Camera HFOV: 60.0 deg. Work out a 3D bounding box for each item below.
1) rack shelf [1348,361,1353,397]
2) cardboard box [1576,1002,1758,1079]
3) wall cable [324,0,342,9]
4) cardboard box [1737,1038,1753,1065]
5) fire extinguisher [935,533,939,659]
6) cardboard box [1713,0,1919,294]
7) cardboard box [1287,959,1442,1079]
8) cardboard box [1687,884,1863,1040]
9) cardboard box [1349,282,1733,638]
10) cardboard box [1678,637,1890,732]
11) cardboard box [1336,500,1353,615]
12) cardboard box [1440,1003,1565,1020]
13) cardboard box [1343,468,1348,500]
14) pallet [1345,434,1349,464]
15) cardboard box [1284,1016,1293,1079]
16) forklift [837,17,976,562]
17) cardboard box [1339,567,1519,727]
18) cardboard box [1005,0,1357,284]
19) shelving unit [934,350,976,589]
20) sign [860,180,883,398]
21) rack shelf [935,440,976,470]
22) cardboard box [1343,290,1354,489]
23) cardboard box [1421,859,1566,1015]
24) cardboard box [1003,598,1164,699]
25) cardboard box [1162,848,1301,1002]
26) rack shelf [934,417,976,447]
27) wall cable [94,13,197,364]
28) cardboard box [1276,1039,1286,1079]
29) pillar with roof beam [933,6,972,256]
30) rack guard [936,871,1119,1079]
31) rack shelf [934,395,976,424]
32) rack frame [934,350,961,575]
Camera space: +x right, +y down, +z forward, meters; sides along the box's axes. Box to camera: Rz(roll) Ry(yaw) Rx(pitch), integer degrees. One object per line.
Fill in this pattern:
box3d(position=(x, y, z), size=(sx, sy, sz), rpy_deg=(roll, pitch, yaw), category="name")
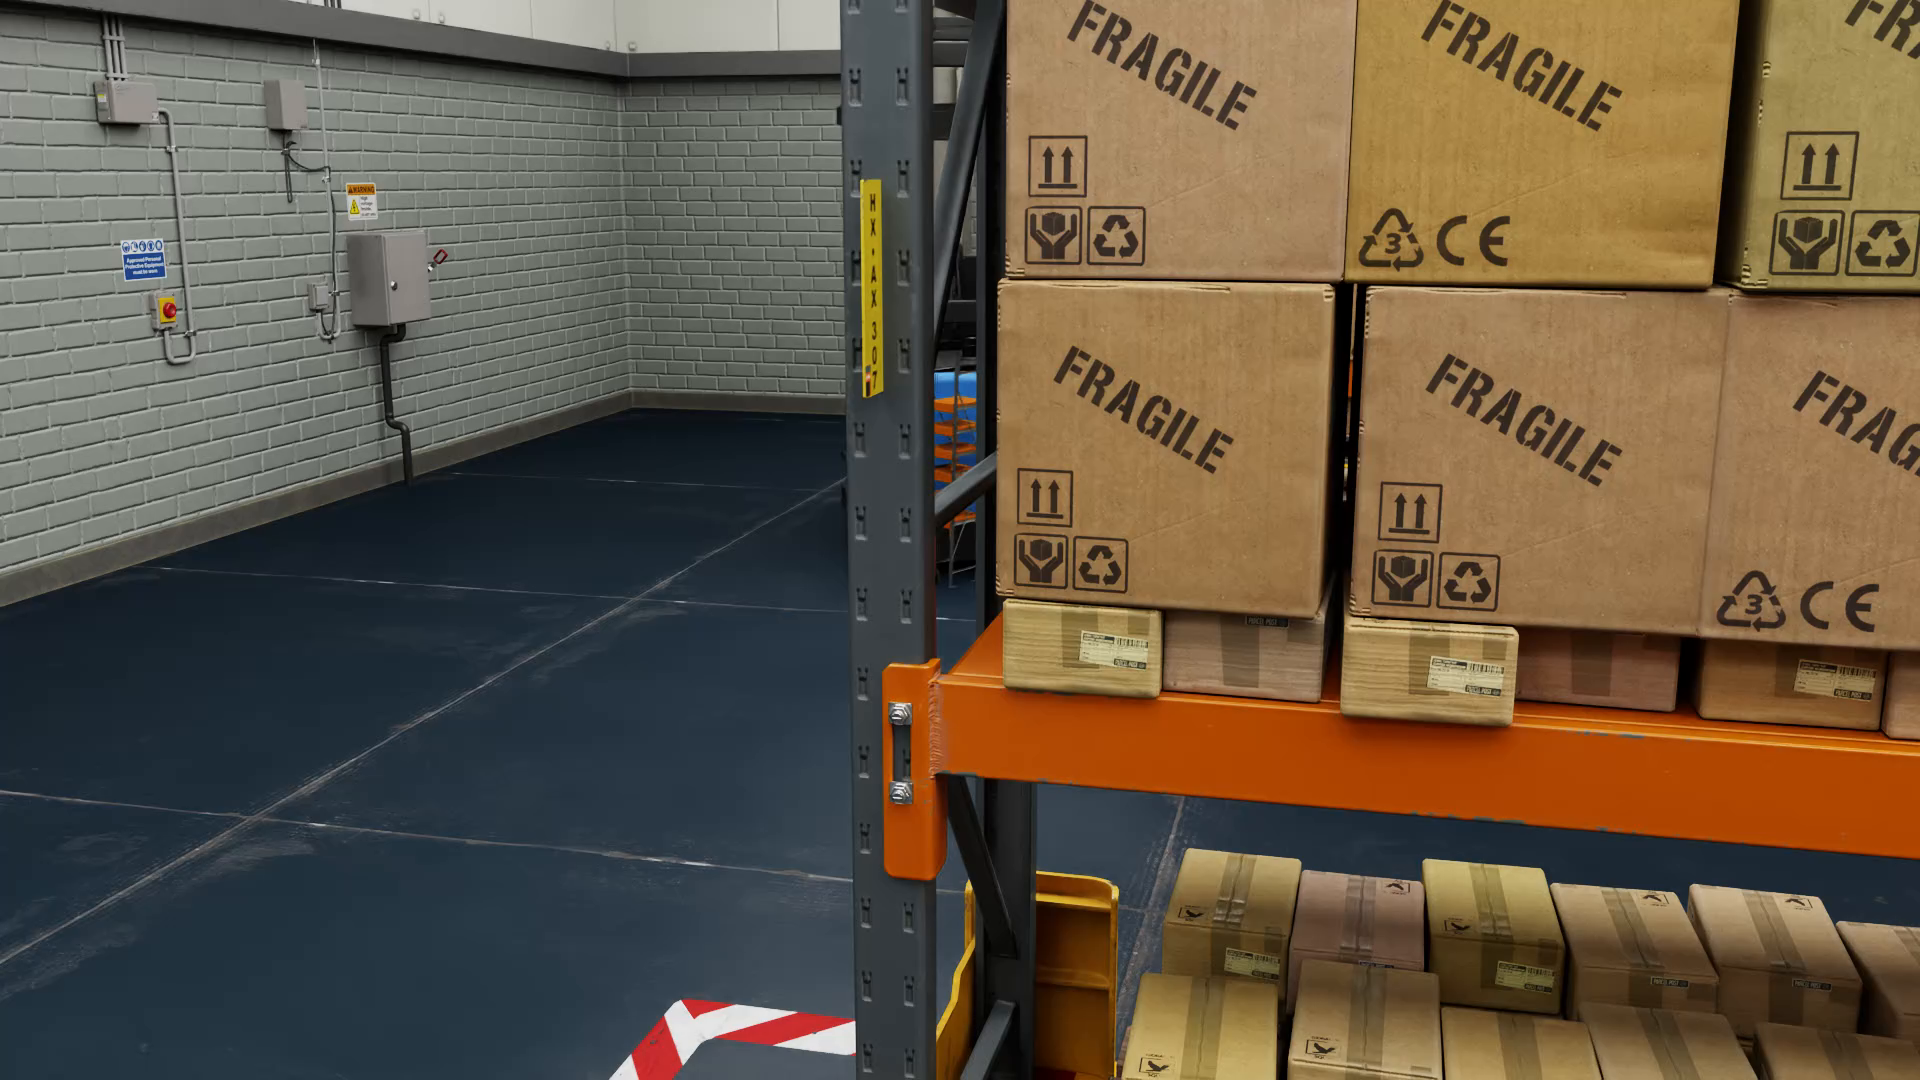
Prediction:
box3d(position=(3.026, -0.667, 7.477), size=(4.000, 0.370, 1.077), rpy_deg=(3, 13, 14), category="rack shelf")
box3d(position=(1.195, 0.943, 2.795), size=(0.250, 0.149, 0.380), rpy_deg=(2, 13, 11), category="cardboard box")
box3d(position=(-3.619, -5.047, 11.620), size=(0.133, 3.039, 2.988), rpy_deg=(3, 13, 14), category="wall cable")
box3d(position=(1.588, 0.984, 3.300), size=(0.250, 0.149, 0.380), rpy_deg=(3, 13, 14), category="cardboard box")
box3d(position=(-0.138, 0.034, 3.696), size=(0.183, 0.674, 0.296), rpy_deg=(3, 13, 14), category="fire extinguisher")
box3d(position=(1.360, -0.623, 2.388), size=(0.500, 0.500, 0.500), rpy_deg=(3, 13, 12), category="cardboard box")
box3d(position=(0.720, 0.908, 2.955), size=(0.250, 0.149, 0.380), rpy_deg=(3, 13, 15), category="cardboard box")
box3d(position=(1.594, 0.835, 3.282), size=(0.250, 0.149, 0.380), rpy_deg=(4, 13, 16), category="cardboard box")
box3d(position=(0.892, -0.166, 2.640), size=(0.500, 0.500, 0.500), rpy_deg=(3, 13, 14), category="cardboard box")
box3d(position=(1.280, 0.166, 2.640), size=(0.250, 0.149, 0.380), rpy_deg=(3, 13, 13), category="cardboard box")
box3d(position=(0.860, 0.035, 3.232), size=(0.250, 0.149, 0.380), rpy_deg=(3, 13, 13), category="cardboard box")
box3d(position=(1.082, 0.960, 3.409), size=(0.250, 0.149, 0.380), rpy_deg=(3, 13, 11), category="cardboard box")
box3d(position=(1.749, -0.063, 8.039), size=(0.875, 0.438, 0.875), rpy_deg=(3, 13, 12), category="cardboard box")
box3d(position=(3.118, -0.760, 12.671), size=(1.213, 0.211, 1.003), rpy_deg=(3, 13, 14), category="pallet")
box3d(position=(0.557, 1.094, 3.489), size=(0.250, 0.149, 0.380), rpy_deg=(3, 13, 14), category="cardboard box")
box3d(position=(-0.141, -1.578, 10.079), size=(1.130, 2.935, 3.031), rpy_deg=(-2, 13, -11), category="forklift")
box3d(position=(0.738, 0.162, 2.658), size=(0.250, 0.149, 0.380), rpy_deg=(3, 13, 12), category="cardboard box")
box3d(position=(0.369, -0.679, 2.643), size=(0.500, 0.500, 0.500), rpy_deg=(3, 13, 13), category="cardboard box")
box3d(position=(-0.027, -0.366, 8.598), size=(0.189, 1.200, 0.258), rpy_deg=(14, 18, 40), category="shelving unit")
box3d(position=(-0.133, -0.385, 2.543), size=(0.005, 0.325, 0.100), rpy_deg=(3, 13, 14), category="sign")
box3d(position=(-0.025, -0.439, 8.579), size=(0.180, 0.103, 0.258), rpy_deg=(14, 18, 40), category="rack shelf")
box3d(position=(0.494, -0.301, 3.247), size=(0.500, 0.500, 0.500), rpy_deg=(3, 13, 15), category="cardboard box")
box3d(position=(1.083, 0.806, 3.413), size=(0.250, 0.149, 0.380), rpy_deg=(3, 13, 12), category="cardboard box")
box3d(position=(0.232, 0.132, 2.792), size=(0.250, 0.149, 0.380), rpy_deg=(3, 13, 13), category="cardboard box")
box3d(position=(0.571, 0.795, 3.466), size=(0.250, 0.149, 0.380), rpy_deg=(3, 13, 14), category="cardboard box")
box3d(position=(-0.022, -0.556, 8.550), size=(0.180, 0.103, 0.258), rpy_deg=(14, 18, 40), category="rack shelf")
box3d(position=(-4.396, -1.921, 9.050), size=(0.123, 1.953, 0.585), rpy_deg=(3, 13, 14), category="wall cable")
box3d(position=(0.444, 1.047, 3.016), size=(0.250, 0.149, 0.380), rpy_deg=(4, 13, 16), category="cardboard box")
box3d(position=(-1.163, -4.519, 9.327), size=(0.400, 9.000, 9.100), rpy_deg=(3, 13, 14), category="pillar with roof beam")
box3d(position=(0.070, 1.148, 3.404), size=(0.348, 0.500, 1.175), rpy_deg=(3, 13, 14), category="rack guard")
box3d(position=(-0.018, -0.672, 8.521), size=(0.180, 0.103, 0.258), rpy_deg=(14, 18, 40), category="rack shelf")
box3d(position=(-0.096, -0.383, 8.656), size=(0.006, 1.200, 0.240), rpy_deg=(14, 18, 40), category="rack frame")
